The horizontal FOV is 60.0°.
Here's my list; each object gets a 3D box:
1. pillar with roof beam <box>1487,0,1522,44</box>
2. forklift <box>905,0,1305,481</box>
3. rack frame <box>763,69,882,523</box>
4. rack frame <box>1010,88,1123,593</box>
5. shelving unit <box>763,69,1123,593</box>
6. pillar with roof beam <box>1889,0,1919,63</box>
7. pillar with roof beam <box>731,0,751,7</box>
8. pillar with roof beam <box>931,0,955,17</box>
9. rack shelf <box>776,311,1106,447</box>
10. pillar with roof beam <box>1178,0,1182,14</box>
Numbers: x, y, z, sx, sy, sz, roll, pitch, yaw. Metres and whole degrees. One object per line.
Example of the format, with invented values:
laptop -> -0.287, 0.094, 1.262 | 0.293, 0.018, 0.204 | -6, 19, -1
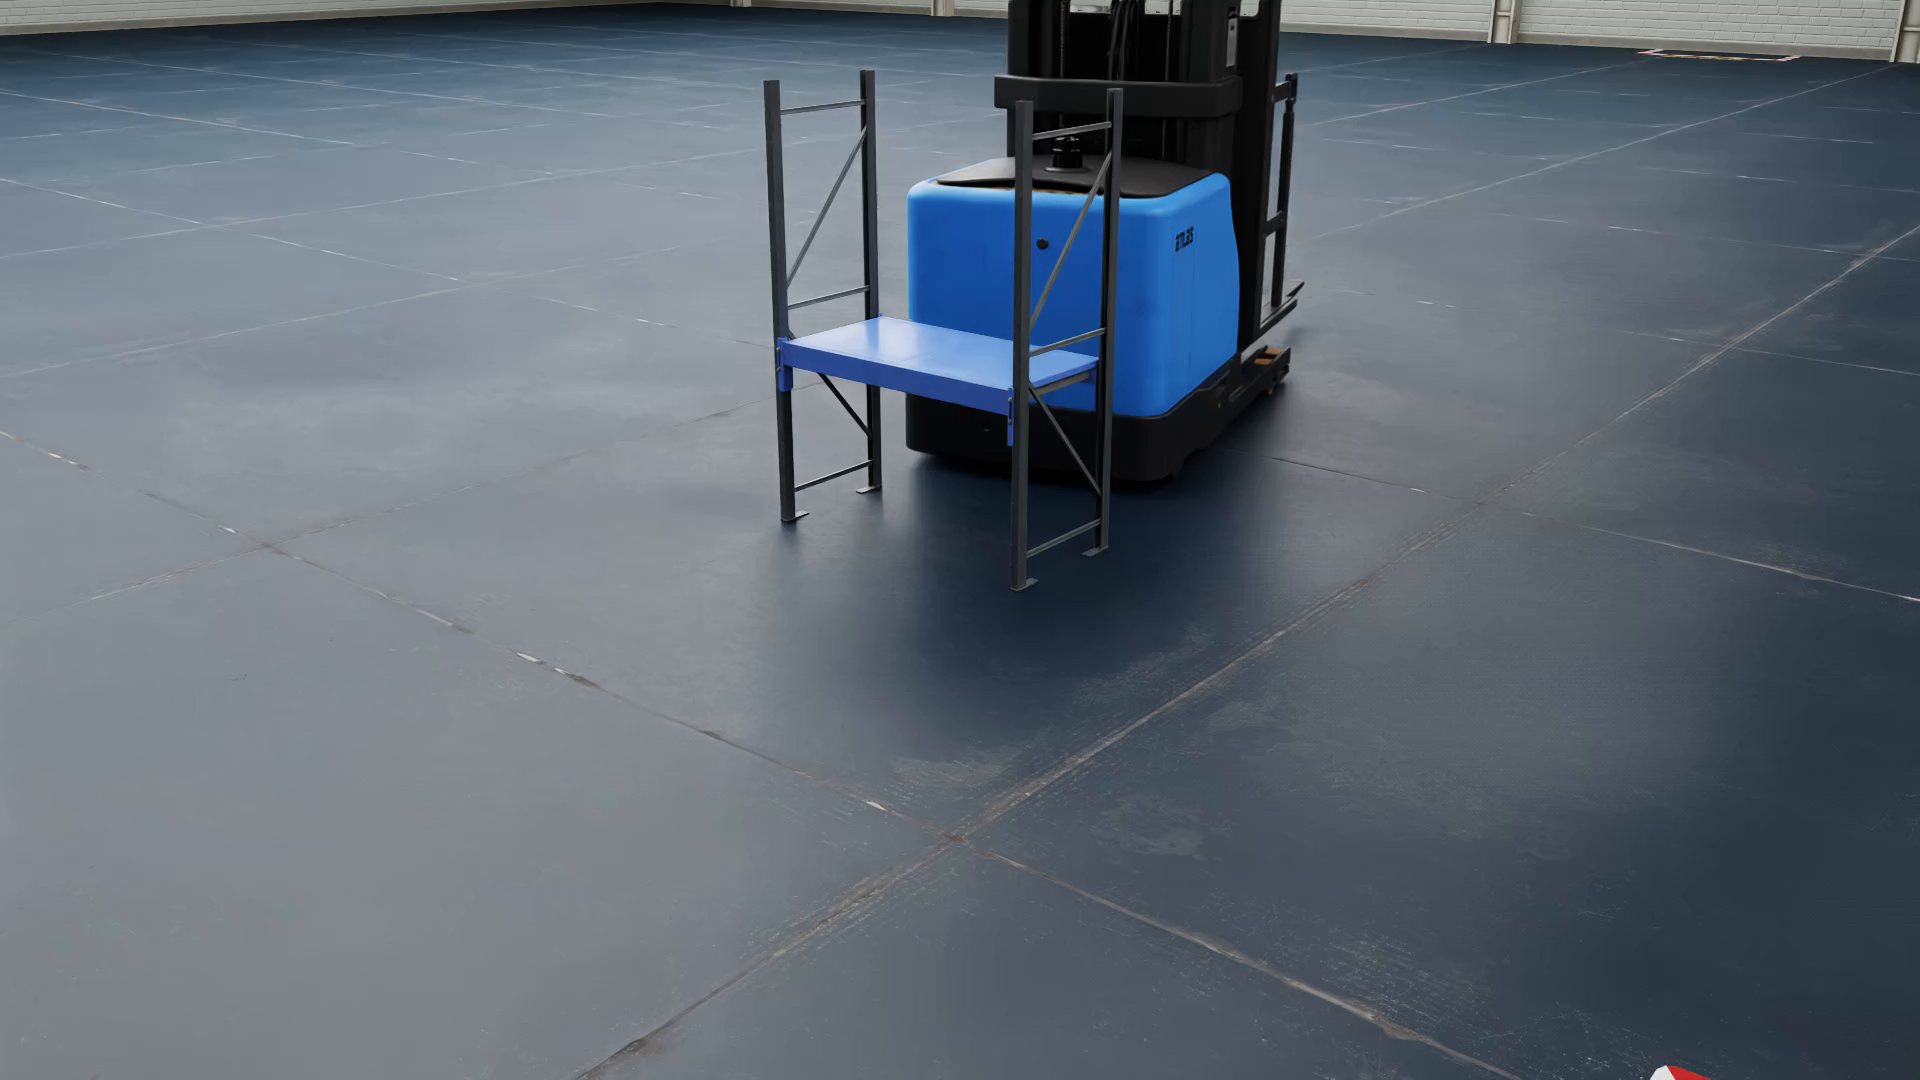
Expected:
pillar with roof beam -> 6.222, -11.235, 22.708 | 0.400, 9.000, 9.100 | 16, 26, 36
forklift -> 0.852, -2.067, 6.995 | 1.130, 2.935, 3.031 | 9, 22, 22
rack frame -> -0.460, -0.834, 5.755 | 0.032, 1.500, 0.500 | 16, 26, 36
rack frame -> 0.328, -0.607, 5.153 | 0.032, 1.500, 0.500 | 16, 26, 36
shelving unit -> -0.066, -0.721, 5.454 | 1.048, 1.500, 0.538 | 16, 26, 36
pillar with roof beam -> 10.871, -9.896, 19.158 | 0.400, 9.000, 9.100 | 16, 26, 36
pillar with roof beam -> -7.723, -15.251, 33.357 | 0.400, 9.000, 9.100 | 16, 26, 36
pillar with roof beam -> -3.074, -13.912, 29.808 | 0.400, 9.000, 9.100 | 16, 26, 36
rack shelf -> -0.066, -0.552, 5.517 | 1.000, 0.185, 0.538 | 16, 26, 36
pillar with roof beam -> 1.574, -12.574, 26.258 | 0.400, 9.000, 9.100 | 16, 26, 36
